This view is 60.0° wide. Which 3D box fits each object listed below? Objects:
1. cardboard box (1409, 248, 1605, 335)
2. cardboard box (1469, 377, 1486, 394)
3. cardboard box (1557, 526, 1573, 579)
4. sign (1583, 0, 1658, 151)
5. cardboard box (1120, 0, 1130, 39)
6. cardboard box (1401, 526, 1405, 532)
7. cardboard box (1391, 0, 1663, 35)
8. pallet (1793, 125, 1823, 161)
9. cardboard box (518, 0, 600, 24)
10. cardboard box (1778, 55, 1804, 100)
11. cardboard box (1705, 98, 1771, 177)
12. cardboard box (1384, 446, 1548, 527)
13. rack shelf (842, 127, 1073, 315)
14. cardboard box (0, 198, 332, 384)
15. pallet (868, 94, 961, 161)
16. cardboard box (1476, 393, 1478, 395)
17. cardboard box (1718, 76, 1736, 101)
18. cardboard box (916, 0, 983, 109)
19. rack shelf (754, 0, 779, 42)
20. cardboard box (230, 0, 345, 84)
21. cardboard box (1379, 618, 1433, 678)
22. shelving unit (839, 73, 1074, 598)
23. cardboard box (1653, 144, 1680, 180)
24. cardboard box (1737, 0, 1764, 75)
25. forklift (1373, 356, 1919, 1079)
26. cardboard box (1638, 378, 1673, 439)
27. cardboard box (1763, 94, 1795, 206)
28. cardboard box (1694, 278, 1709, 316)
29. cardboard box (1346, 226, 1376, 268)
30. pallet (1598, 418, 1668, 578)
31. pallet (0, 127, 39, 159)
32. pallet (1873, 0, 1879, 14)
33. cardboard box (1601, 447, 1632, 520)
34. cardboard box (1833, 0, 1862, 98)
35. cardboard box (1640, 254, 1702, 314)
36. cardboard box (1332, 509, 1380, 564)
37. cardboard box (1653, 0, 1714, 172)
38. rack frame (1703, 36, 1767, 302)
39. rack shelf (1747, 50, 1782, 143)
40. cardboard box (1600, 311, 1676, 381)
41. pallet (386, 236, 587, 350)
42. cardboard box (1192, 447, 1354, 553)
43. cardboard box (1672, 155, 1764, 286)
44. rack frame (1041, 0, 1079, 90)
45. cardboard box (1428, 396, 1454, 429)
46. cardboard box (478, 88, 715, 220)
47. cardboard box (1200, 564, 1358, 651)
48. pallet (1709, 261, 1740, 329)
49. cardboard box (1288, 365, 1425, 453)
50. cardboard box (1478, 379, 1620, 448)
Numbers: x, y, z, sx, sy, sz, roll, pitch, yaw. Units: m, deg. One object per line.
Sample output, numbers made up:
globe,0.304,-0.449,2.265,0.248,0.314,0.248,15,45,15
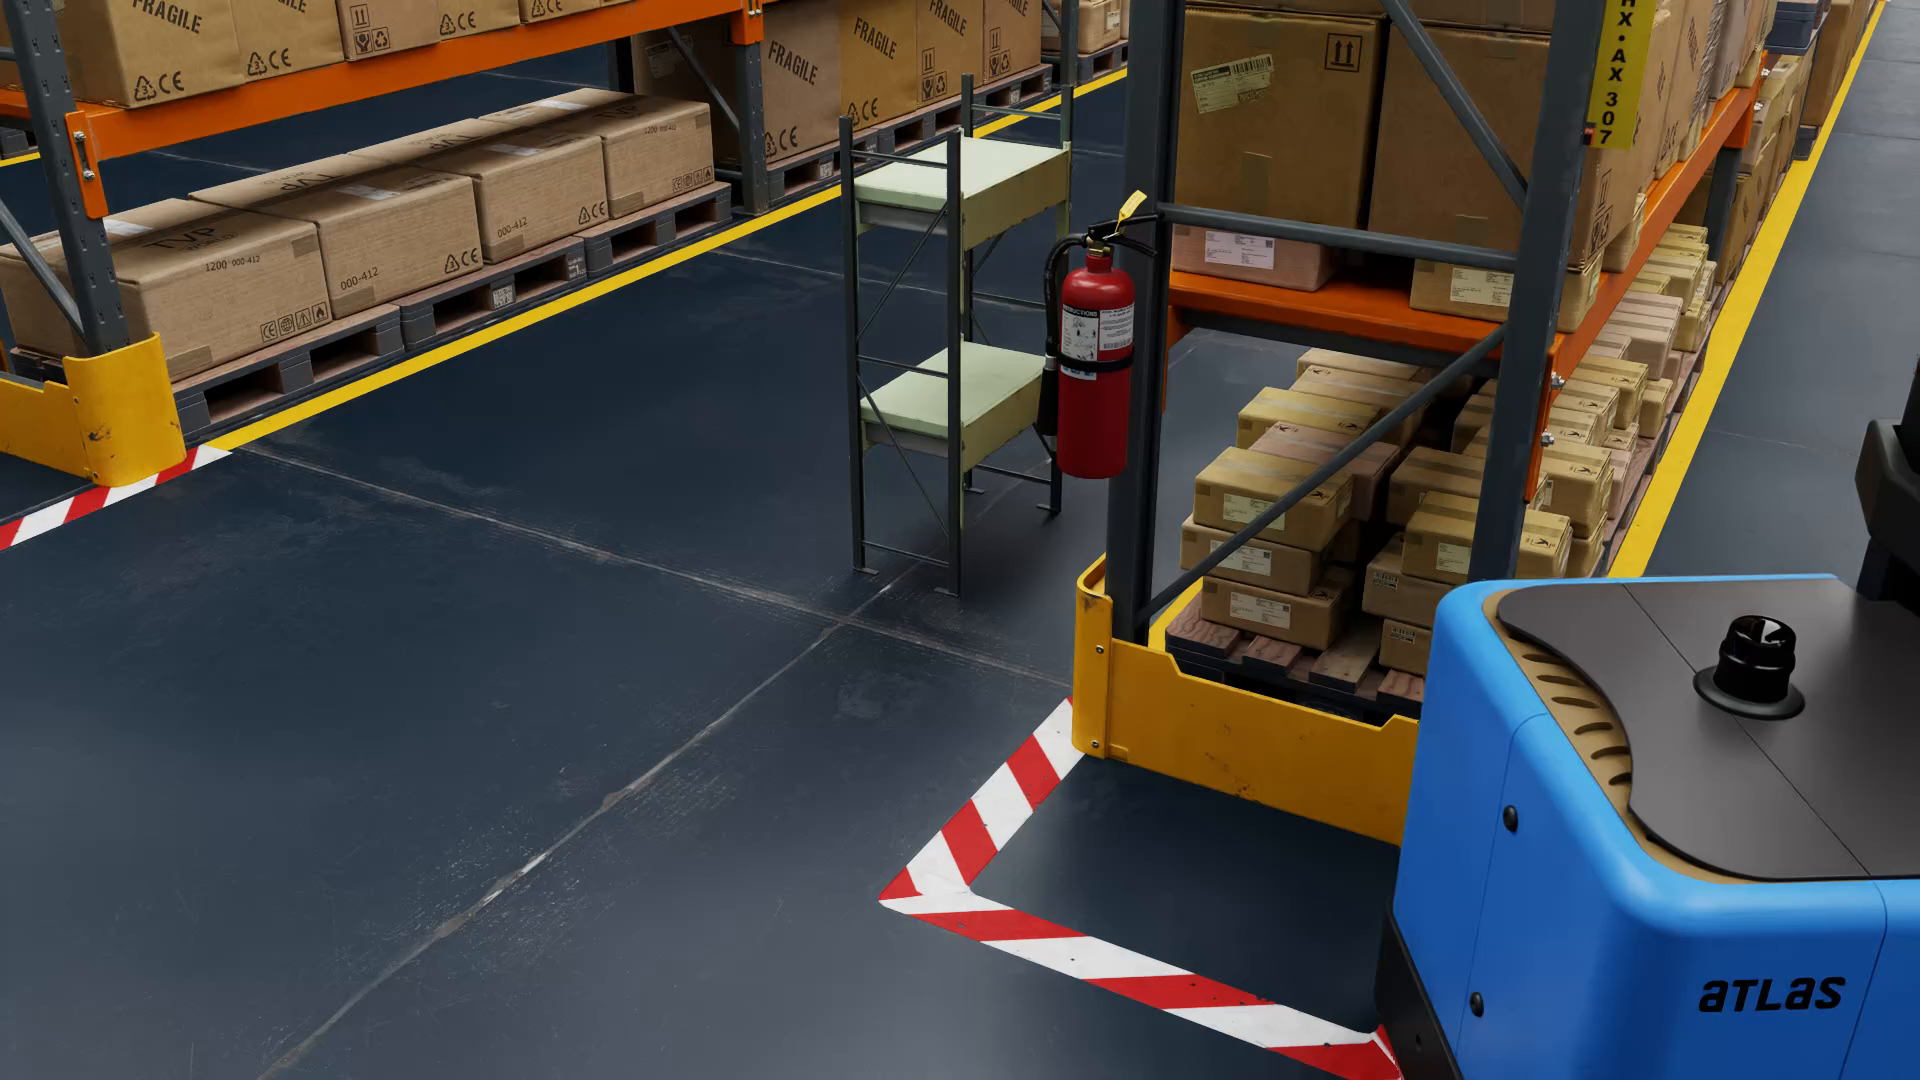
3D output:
cardboard box,1.287,-0.619,3.916,0.380,0.149,0.250,14,30,26
cardboard box,1.748,-0.563,6.240,0.380,0.149,0.250,13,30,25
cardboard box,1.507,0.035,4.713,0.380,0.149,0.250,14,30,26
sign,1.315,-0.945,3.320,0.100,0.325,0.005,14,30,26
cardboard box,1.061,-4.366,13.587,0.950,0.372,0.625,14,30,25
cardboard box,1.273,-0.147,5.408,0.380,0.149,0.250,15,30,27
cardboard box,1.294,-1.419,3.672,0.500,0.500,0.500,14,30,26
pallet,5.231,-2.839,11.185,1.003,0.211,1.213,14,30,26
cardboard box,-2.038,-2.694,7.668,0.500,0.500,0.500,14,30,25
cardboard box,4.167,-2.482,8.843,0.500,0.250,0.500,15,30,27
cardboard box,3.404,-1.871,7.623,0.500,0.250,0.500,13,29,24
cardboard box,1.427,-0.120,4.689,0.380,0.149,0.250,15,30,27
rack shelf,0.003,-1.022,5.245,0.431,0.370,0.720,14,30,26
cardboard box,-3.279,-1.049,6.888,0.875,0.438,0.875,13,29,24
pallet,-0.636,-2.834,11.177,1.003,0.211,1.213,14,30,26
cardboard box,1.917,-0.395,5.572,0.380,0.149,0.250,16,31,29
cardboard box,2.658,-1.746,6.167,0.380,0.149,0.250,15,30,28
cardboard box,-0.436,-3.486,11.267,0.875,0.875,0.875,15,30,27
rack shelf,-0.565,-3.745,10.683,1.077,0.370,4.000,14,30,26
cardboard box,-2.806,-2.100,6.482,0.500,0.500,0.500,14,30,25
cardboard box,1.379,0.276,4.563,0.380,0.149,0.250,15,30,27
shelving unit,0.003,-0.673,5.419,0.431,1.500,0.755,14,30,26
cardboard box,2.010,-1.238,5.153,0.380,0.149,0.250,15,30,28
cardboard box,2.562,-1.961,5.873,0.500,0.500,0.500,13,30,25
forklift,2.428,-0.090,2.655,3.031,2.935,1.130,-1,27,-2
cardboard box,2.405,-0.518,6.149,0.380,0.149,0.250,14,30,26
cardboard box,4.177,-2.140,8.997,0.500,0.500,0.500,13,29,24
cardboard box,2.810,-0.981,6.742,0.380,0.149,0.250,13,29,24
cardboard box,0.912,-0.843,4.363,0.380,0.149,0.250,14,30,26
pallet,1.911,-0.242,5.998,1.003,0.211,1.213,14,30,26
pallet,-6.211,-2.864,11.236,1.003,0.211,1.213,14,30,26
pallet,8.388,-5.337,16.176,1.003,0.211,1.213,14,30,26
cardboard box,2.015,-0.216,5.546,0.380,0.149,0.250,13,29,24
cardboard box,5.583,-3.536,11.506,1.050,0.750,0.750,15,30,27
cardboard box,2.654,-1.012,6.472,0.380,0.149,0.250,14,30,26
cardboard box,1.029,-0.082,4.946,0.380,0.149,0.250,13,30,25
cardboard box,1.797,-1.371,4.695,0.500,0.500,0.500,15,30,27
rack frame,2.810,-2.236,6.866,1.000,3.000,0.127,14,30,26
rack shelf,3.794,-2.694,8.584,1.077,0.370,4.000,14,30,26
cardboard box,2.284,-0.695,5.838,0.380,0.149,0.250,13,29,24
pallet,-2.591,-1.283,8.078,1.003,0.211,1.213,14,30,26
cardboard box,0.882,-0.118,4.687,0.380,0.149,0.250,15,30,27
cardboard box,3.405,-1.536,7.790,0.500,0.500,0.500,15,30,28
rack frame,0.419,-4.846,12.079,1.000,3.000,0.127,14,30,26
cardboard box,1.493,-0.495,5.772,0.380,0.149,0.250,16,31,29
cardboard box,-1.952,-2.108,9.003,0.875,0.438,0.875,14,30,25
cardboard box,0.920,0.159,4.798,0.380,0.149,0.250,15,30,27
pallet,3.192,-1.293,8.097,1.003,0.211,1.213,14,30,26
cardboard box,1.255,-0.420,5.288,0.380,0.149,0.250,13,29,24
cardboard box,1.857,-0.410,5.270,0.380,0.149,0.250,15,30,28
